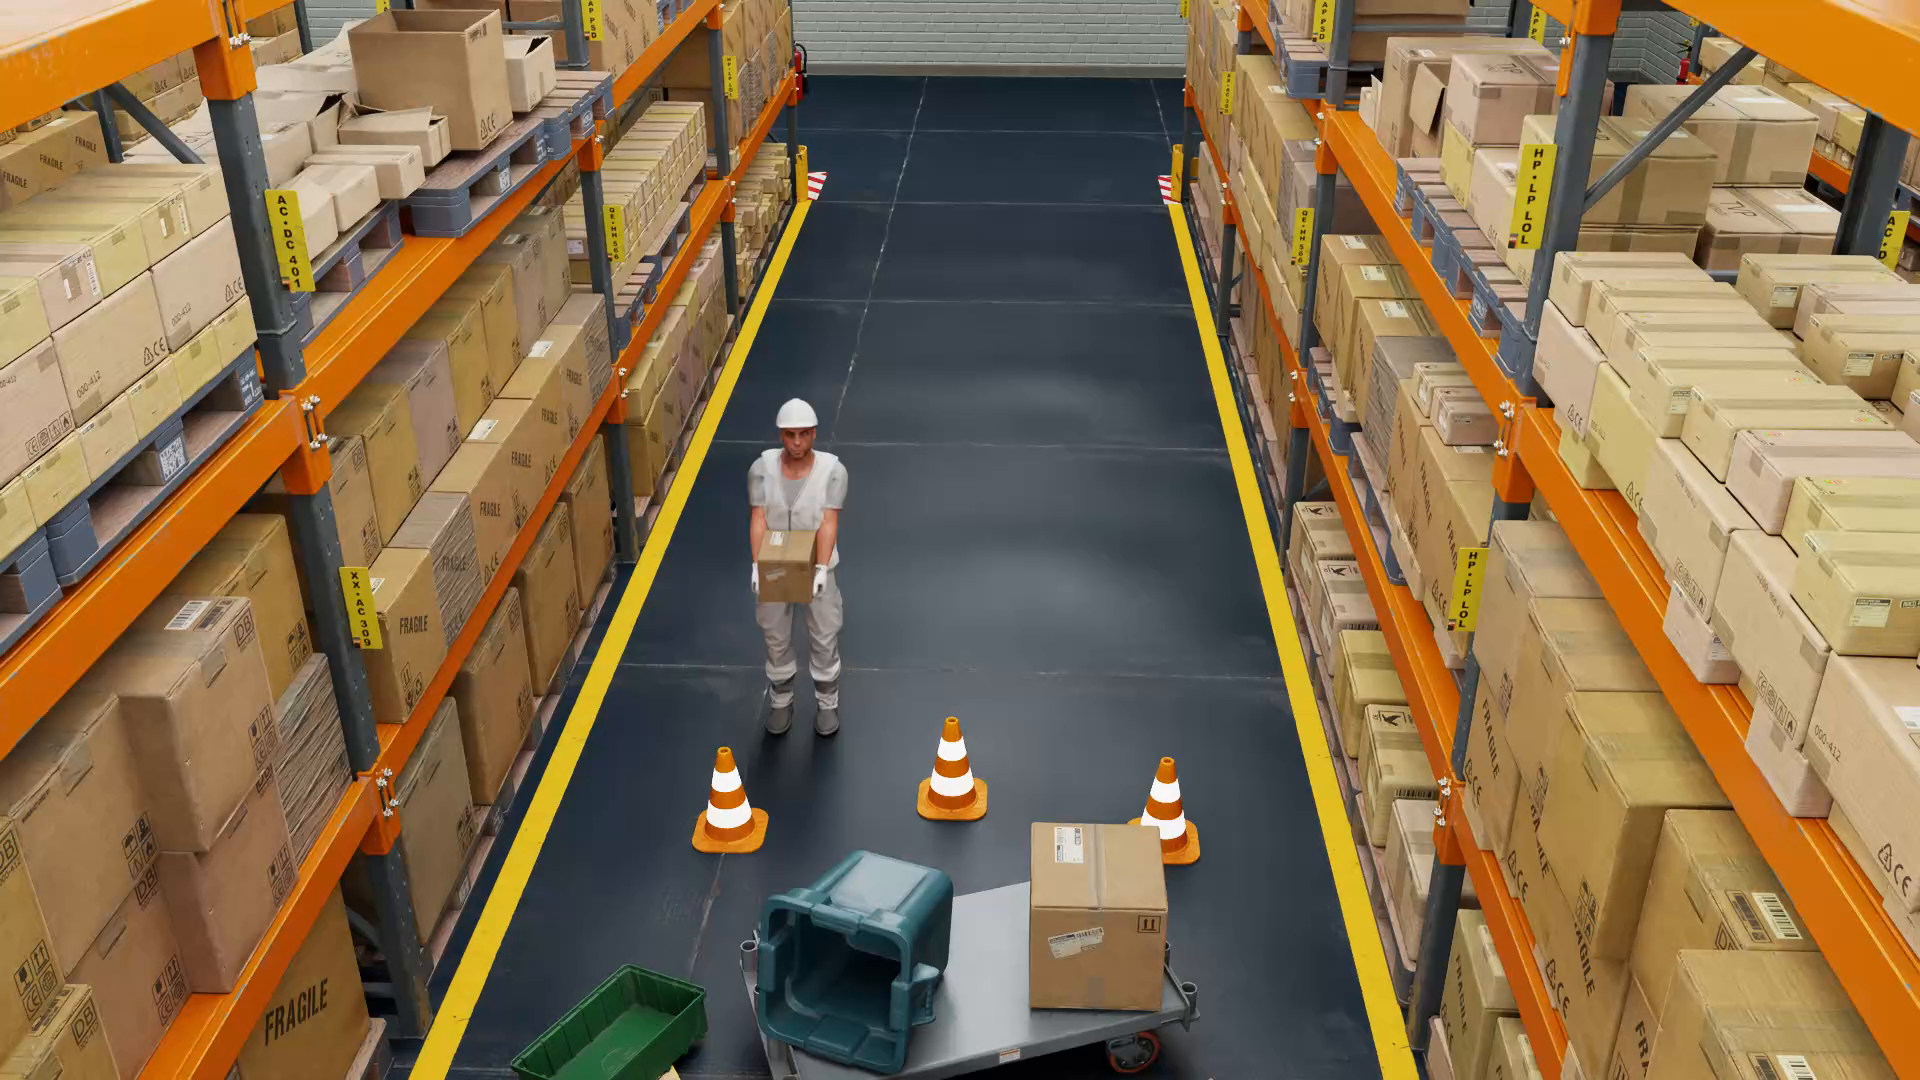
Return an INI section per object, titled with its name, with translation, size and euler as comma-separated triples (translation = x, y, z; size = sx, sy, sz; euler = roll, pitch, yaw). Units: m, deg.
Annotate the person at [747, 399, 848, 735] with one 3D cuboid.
[person]
translation = -0.802, 0.192, 8.235
size = 0.494, 1.783, 0.558
euler = 1, 28, 3
